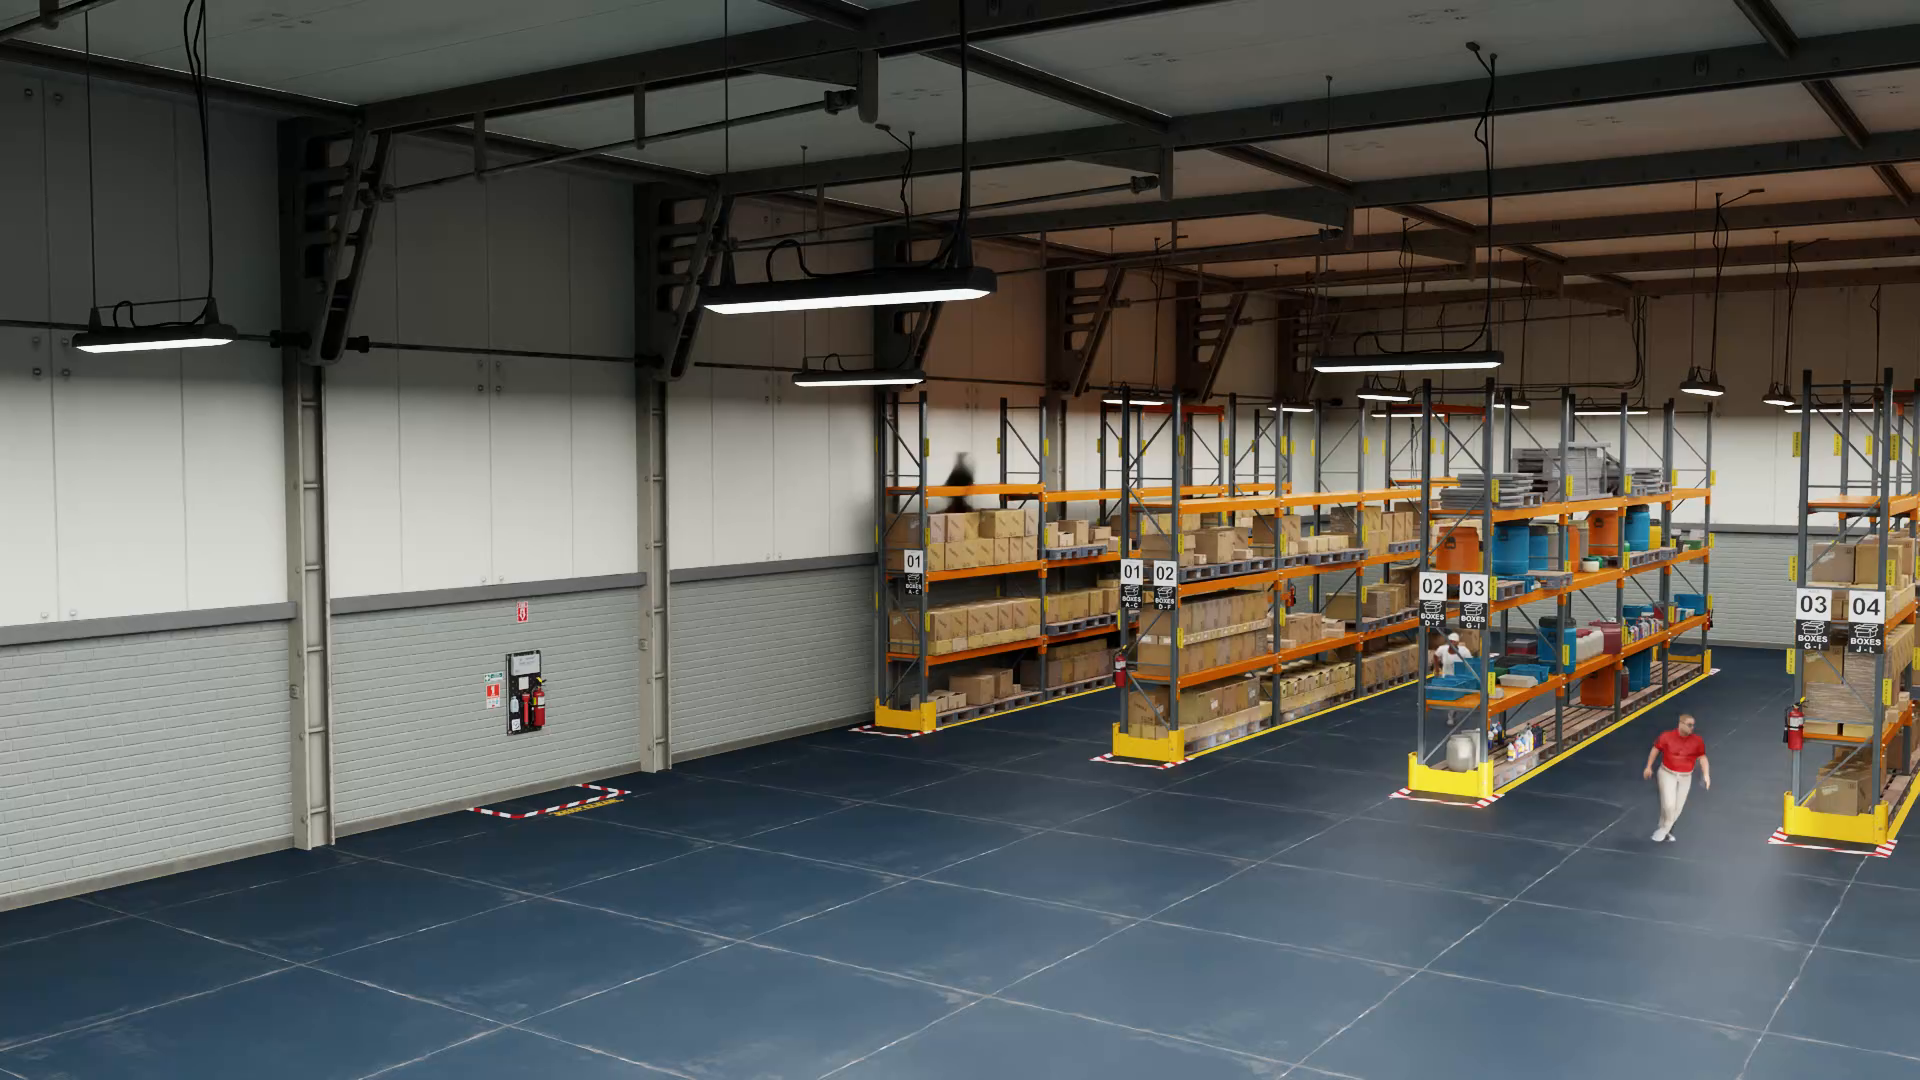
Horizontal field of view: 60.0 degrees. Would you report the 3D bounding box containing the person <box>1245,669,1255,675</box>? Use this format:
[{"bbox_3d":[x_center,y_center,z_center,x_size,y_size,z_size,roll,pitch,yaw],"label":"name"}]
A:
[{"bbox_3d":[6.112,2.203,35.284,0.645,1.699,0.737,1,3,17],"label":"person"}]

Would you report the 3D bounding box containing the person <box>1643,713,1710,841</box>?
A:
[{"bbox_3d":[9.039,2.993,20.918,0.639,1.669,0.743,0,3,-2],"label":"person"}]

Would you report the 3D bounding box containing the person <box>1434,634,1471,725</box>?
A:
[{"bbox_3d":[8.850,2.508,29.882,0.671,1.683,0.714,1,3,17],"label":"person"}]
